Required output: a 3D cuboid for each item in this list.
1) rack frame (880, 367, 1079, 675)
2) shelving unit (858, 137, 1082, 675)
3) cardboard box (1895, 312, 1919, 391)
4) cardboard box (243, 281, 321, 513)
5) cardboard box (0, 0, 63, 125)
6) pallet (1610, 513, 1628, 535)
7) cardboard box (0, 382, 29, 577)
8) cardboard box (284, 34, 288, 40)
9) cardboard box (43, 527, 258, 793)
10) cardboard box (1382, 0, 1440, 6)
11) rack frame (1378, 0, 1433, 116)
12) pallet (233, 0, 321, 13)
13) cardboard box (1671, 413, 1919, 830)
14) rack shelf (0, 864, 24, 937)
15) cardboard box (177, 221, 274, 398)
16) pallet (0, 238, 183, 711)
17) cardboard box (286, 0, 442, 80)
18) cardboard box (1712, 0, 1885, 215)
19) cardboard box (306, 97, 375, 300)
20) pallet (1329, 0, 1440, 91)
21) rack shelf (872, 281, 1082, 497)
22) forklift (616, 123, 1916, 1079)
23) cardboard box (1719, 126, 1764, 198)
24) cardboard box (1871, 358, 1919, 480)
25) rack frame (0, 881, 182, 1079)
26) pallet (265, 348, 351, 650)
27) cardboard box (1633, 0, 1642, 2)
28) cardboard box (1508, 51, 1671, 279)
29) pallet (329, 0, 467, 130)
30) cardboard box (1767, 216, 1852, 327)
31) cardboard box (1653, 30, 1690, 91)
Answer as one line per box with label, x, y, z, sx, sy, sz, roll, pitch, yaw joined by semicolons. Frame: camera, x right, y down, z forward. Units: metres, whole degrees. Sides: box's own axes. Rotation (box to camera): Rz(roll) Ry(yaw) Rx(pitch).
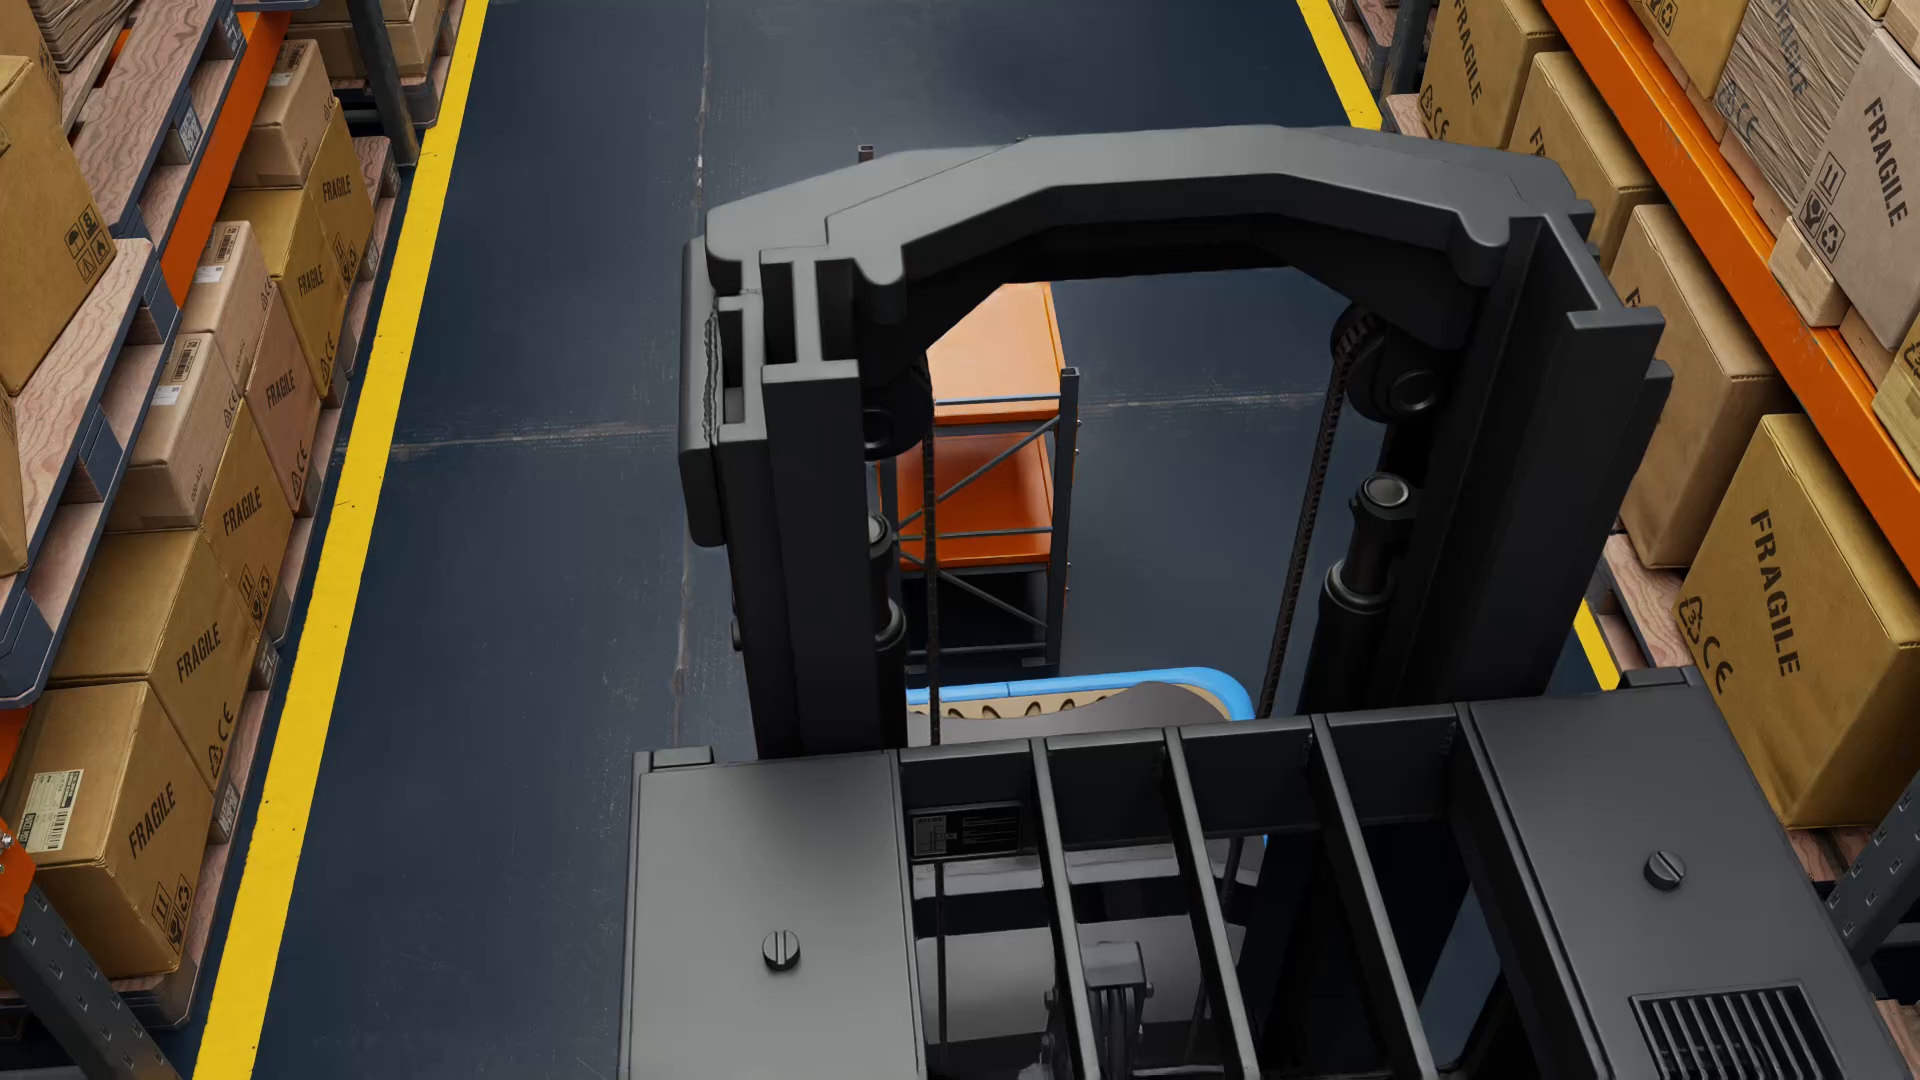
rack frame;0.043;-0.014;4.489;0.500;1.125;0.032;-3;47;-3
shelving unit;0.001;-0.382;4.837;0.538;1.125;1.048;-3;47;-3
cardboard box;2.300;-0.405;3.280;0.500;0.500;0.500;-4;47;-4
cardboard box;-2.275;-0.409;4.990;0.500;0.500;0.500;-5;47;-5
cardboard box;-2.555;-1.092;3.860;0.700;0.500;0.500;-14;48;-13
pallet;2.345;-0.422;5.505;1.003;0.211;1.213;-3;47;-3
cardboard box;-2.163;-0.174;2.991;0.700;0.500;0.500;-18;49;-16
cardboard box;-2.968;-2.098;6.775;0.500;0.250;0.500;-2;47;-2
cardboard box;-2.199;0.319;4.300;0.500;0.500;0.500;-3;47;-3
cardboard box;2.143;-2.646;7.109;0.700;0.500;0.500;-3;47;-3
rack frame;2.255;-2.837;5.871;1.000;3.000;0.127;-3;47;-3
pallet;-2.554;-1.981;5.192;1.213;0.211;1.003;-3;47;-3
cardboard box;2.406;0.190;4.196;0.750;0.750;0.750;-3;47;-3
rack shelf;-2.178;2.055;1.733;1.077;0.370;4.000;-3;47;-3
cardboard box;-2.270;-0.640;4.692;0.500;0.250;0.500;-4;47;-4
pallet;-2.304;-0.158;3.466;1.003;0.211;1.213;-3;47;-3
cardboard box;-2.432;-2.129;6.805;0.500;0.250;0.500;-4;47;-3
cardboard box;2.214;-1.137;3.974;0.500;0.500;0.500;-3;47;-3
cardboard box;-2.368;-1.162;5.703;0.500;0.500;0.500;-2;47;-2
pallet;2.191;-2.443;7.419;1.003;0.211;1.213;-3;47;-3
rack shelf;0.001;-0.583;4.624;0.538;0.278;1.000;-3;47;-3
forklift;0.248;1.094;2.195;1.130;2.935;3.031;-4;47;-4
cardboard box;2.217;-1.012;4.302;0.380;0.149;0.250;-5;47;-4
cardboard box;2.235;-0.272;3.601;0.380;0.149;0.250;-3;47;-3
rack frame;-2.343;0.361;2.842;0.949;2.616;0.053;-3;47;-3
pallet;-2.557;-0.151;5.248;1.003;0.211;1.213;-3;47;-3
cardboard box;2.116;-1.875;4.672;0.500;0.500;0.500;-4;47;-3
cardboard box;2.253;-1.068;5.387;0.750;0.750;0.750;-4;47;-3
pallet;-2.711;-2.172;7.162;1.003;0.211;1.213;-3;47;-3
cardboard box;2.178;-0.650;3.958;0.380;0.149;0.250;-3;47;-3
cardboard box;2.191;-1.396;4.665;0.380;0.149;0.250;-3;47;-3
